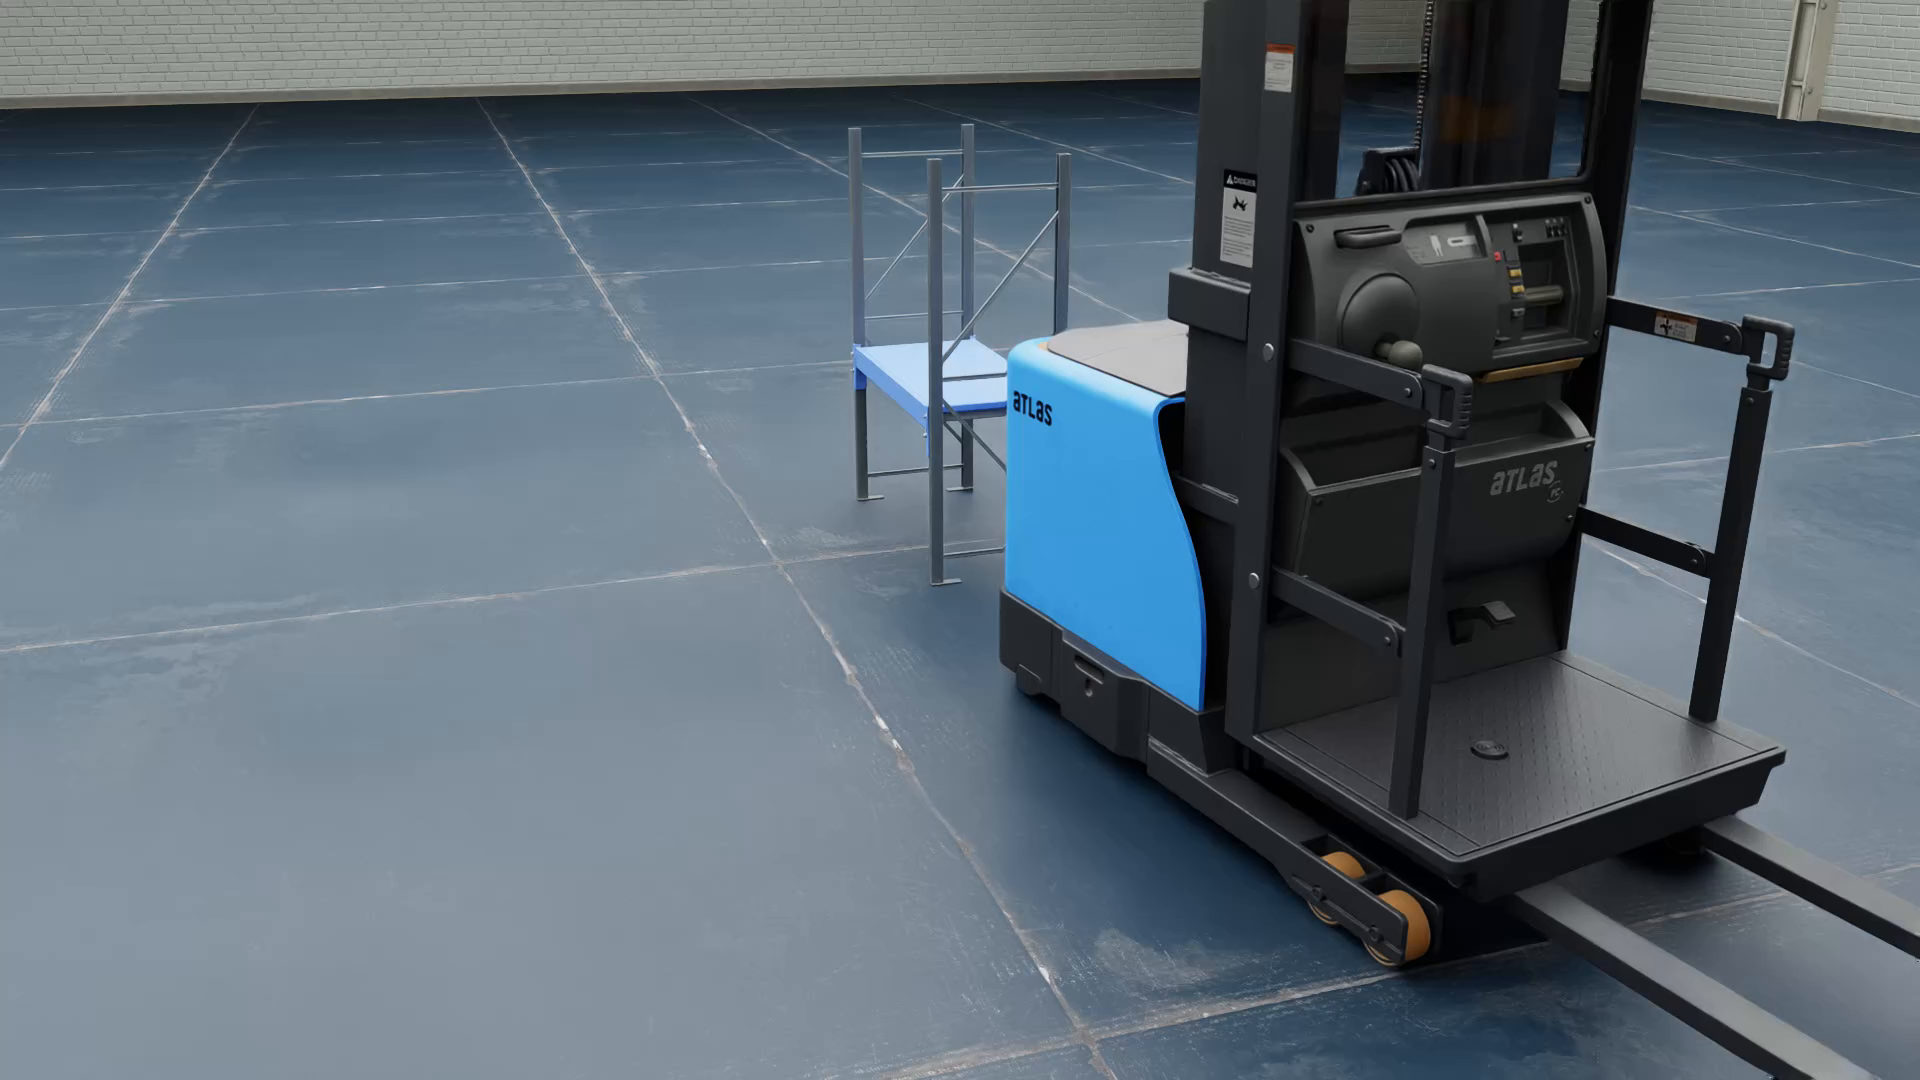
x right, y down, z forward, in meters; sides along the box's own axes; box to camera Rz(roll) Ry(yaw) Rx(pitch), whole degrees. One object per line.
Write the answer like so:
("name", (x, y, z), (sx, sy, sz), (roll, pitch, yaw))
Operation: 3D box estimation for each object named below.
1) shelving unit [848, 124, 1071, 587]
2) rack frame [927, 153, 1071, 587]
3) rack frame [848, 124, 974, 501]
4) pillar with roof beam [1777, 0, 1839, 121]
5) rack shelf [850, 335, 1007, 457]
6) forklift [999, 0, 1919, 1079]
("shelving unit", (-0.027, -0.733, 6.239), (0.538, 1.500, 1.048), (-6, 21, -17))
("rack frame", (0.133, -0.570, 5.785), (0.500, 1.500, 0.032), (-6, 21, -17))
("rack frame", (-0.187, -0.896, 6.693), (0.500, 1.500, 0.032), (-6, 21, -17))
("pillar with roof beam", (6.832, -9.261, 18.888), (9.100, 9.000, 0.400), (-6, 21, -17))
("rack shelf", (-0.027, -0.564, 6.300), (0.538, 0.185, 1.000), (-6, 21, -17))
("forklift", (1.279, -0.596, 3.740), (1.130, 2.935, 3.031), (-11, 22, -27))
